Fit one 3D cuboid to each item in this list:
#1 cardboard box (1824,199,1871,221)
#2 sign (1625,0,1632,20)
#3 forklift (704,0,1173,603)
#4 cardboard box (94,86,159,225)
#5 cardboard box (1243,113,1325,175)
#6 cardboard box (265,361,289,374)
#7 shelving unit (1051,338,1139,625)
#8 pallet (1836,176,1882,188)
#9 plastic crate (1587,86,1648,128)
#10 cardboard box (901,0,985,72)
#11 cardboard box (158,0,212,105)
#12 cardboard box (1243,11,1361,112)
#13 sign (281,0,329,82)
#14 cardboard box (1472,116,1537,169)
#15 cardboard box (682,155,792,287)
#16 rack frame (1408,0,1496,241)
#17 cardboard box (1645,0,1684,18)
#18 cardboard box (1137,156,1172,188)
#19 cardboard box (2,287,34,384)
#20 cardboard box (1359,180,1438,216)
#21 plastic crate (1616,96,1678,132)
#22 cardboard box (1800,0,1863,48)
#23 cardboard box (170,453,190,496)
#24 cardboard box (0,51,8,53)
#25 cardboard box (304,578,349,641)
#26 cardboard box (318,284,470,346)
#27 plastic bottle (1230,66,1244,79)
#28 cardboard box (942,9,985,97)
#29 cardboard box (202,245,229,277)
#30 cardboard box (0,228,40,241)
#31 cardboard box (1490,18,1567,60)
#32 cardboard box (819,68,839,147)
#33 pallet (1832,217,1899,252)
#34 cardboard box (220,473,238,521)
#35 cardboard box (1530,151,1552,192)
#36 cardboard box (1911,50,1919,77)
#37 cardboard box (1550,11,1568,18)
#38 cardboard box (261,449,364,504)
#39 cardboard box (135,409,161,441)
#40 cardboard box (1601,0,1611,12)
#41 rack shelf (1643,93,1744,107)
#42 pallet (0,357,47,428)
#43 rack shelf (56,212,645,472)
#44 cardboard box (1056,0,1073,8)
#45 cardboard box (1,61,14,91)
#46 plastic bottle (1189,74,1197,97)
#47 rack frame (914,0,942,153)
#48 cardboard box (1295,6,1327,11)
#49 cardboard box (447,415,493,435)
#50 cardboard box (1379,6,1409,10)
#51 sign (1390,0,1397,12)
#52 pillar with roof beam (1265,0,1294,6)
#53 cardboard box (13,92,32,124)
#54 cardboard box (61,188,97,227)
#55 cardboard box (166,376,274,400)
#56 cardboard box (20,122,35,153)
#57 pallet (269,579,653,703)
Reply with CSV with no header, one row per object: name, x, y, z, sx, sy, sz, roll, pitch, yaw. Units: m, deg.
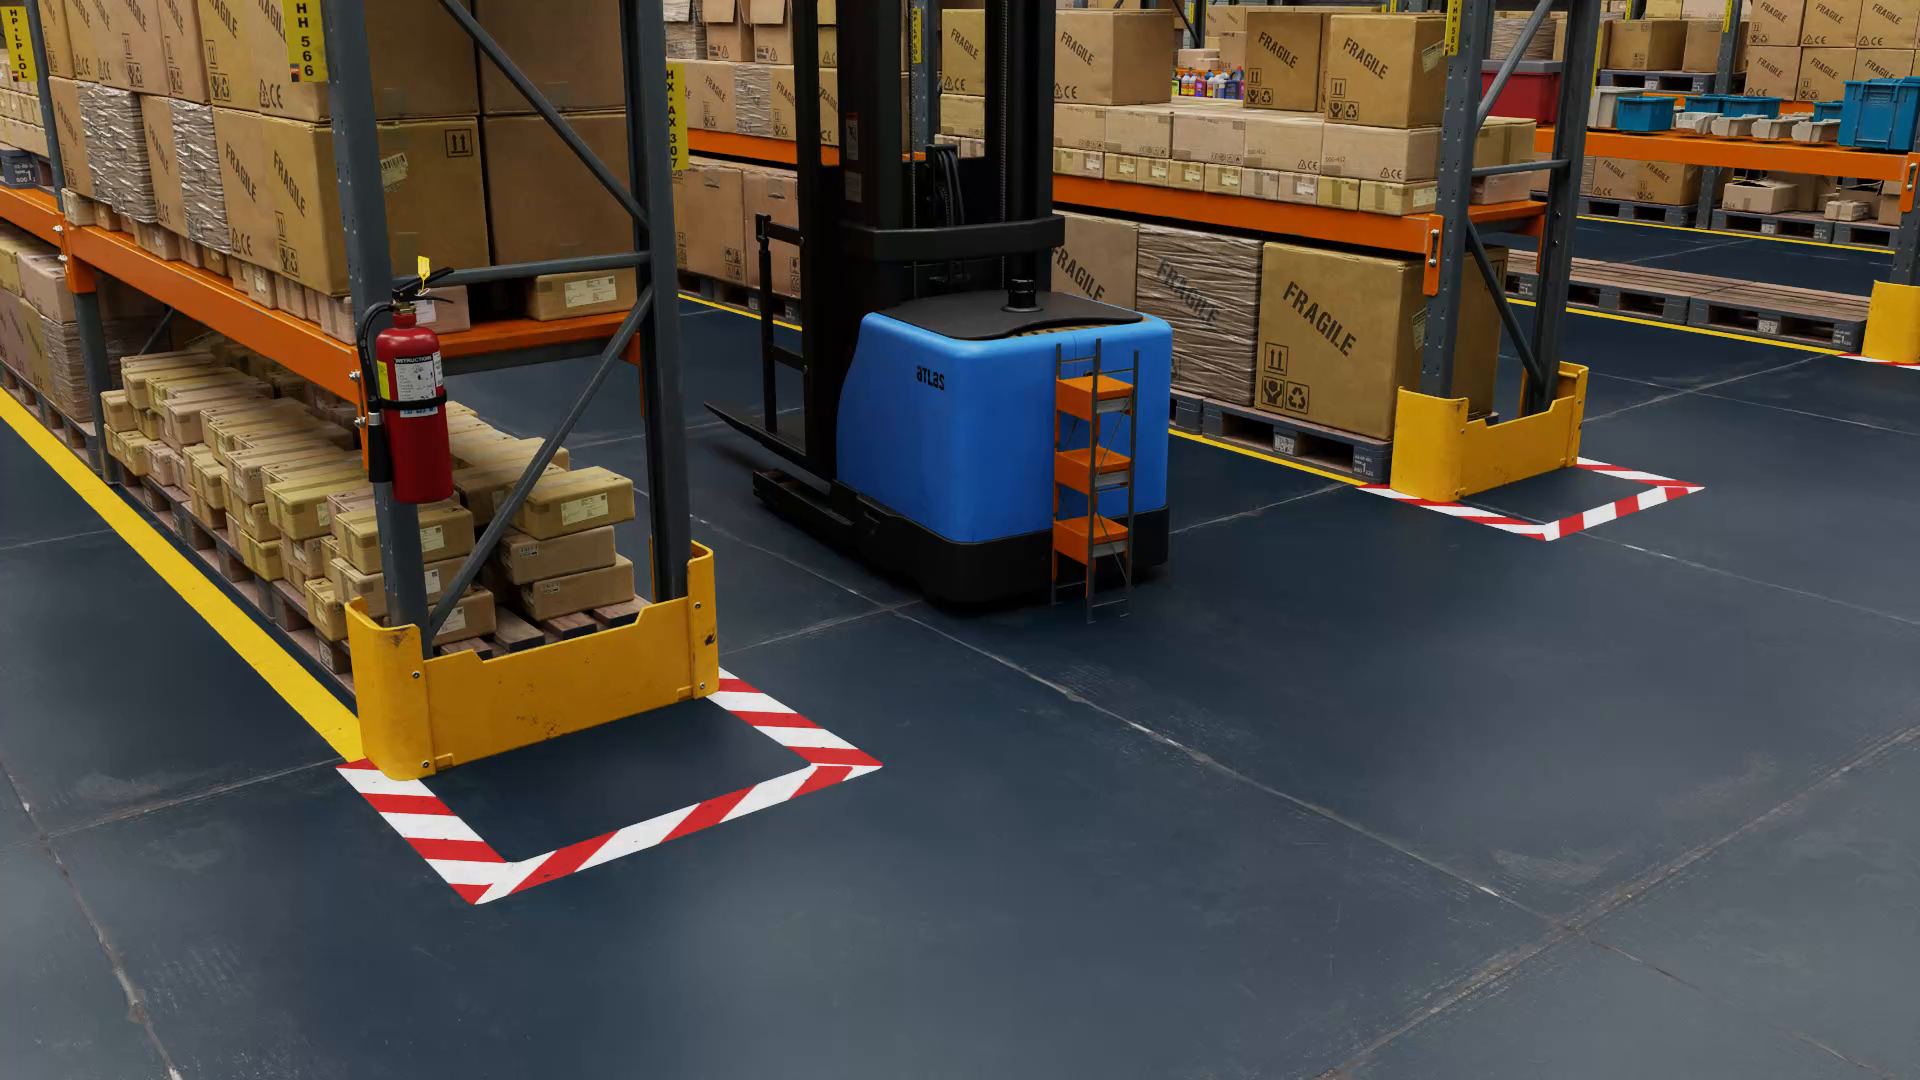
cardboard box,8.542,-3.179,15.998,0.380,0.166,0.250,-14,23,-36
sign,8.884,-7.029,22.103,0.100,0.325,0.005,-14,23,-36
forklift,-0.318,-1.562,7.418,1.130,2.935,3.031,-10,21,-29
cardboard box,-3.105,-1.562,6.676,0.500,0.500,0.500,-15,23,-37
cardboard box,1.798,-2.017,8.446,0.500,0.250,0.500,-14,23,-37
cardboard box,-3.038,-0.773,7.845,0.380,0.149,0.250,-14,23,-37
shelving unit,0.512,-0.223,6.366,0.215,1.050,0.252,-10,21,-29
pallet,11.249,-4.491,20.591,1.003,0.211,1.213,-14,23,-36
plastic crate,4.824,-3.266,12.547,0.437,0.282,0.530,-14,23,-36
cardboard box,-0.265,-3.419,11.161,0.797,0.503,0.637,-15,23,-38
cardboard box,-2.453,-1.789,5.772,0.500,0.500,0.500,-13,22,-33
cardboard box,1.898,-2.600,9.016,0.500,0.500,0.500,-15,23,-38
sign,-1.777,-1.407,4.495,0.100,0.325,0.005,-14,23,-36
cardboard box,2.535,-1.995,8.380,0.500,0.250,0.500,-15,23,-38
cardboard box,-1.386,-2.521,12.915,1.225,0.875,0.875,-14,23,-36
rack frame,4.021,-3.706,13.783,1.000,3.000,0.127,-14,23,-36
cardboard box,9.401,-7.010,21.904,0.500,0.250,0.500,-13,23,-35
cardboard box,1.194,-2.035,9.135,0.380,0.149,0.250,-13,23,-35
cardboard box,-5.103,-1.196,9.511,0.500,0.500,0.500,-15,23,-37
cardboard box,2.142,-1.658,7.997,0.380,0.149,0.250,-13,23,-35
plastic crate,5.028,-3.125,12.200,0.416,0.233,0.300,-14,23,-36
cardboard box,8.299,-4.896,15.627,0.500,0.500,0.500,-15,23,-38
cardboard box,-3.281,-0.320,7.425,0.380,0.149,0.250,-15,23,-37
cardboard box,-5.843,-2.866,10.030,0.380,0.149,0.250,-14,23,-36
cardboard box,-2.059,0.211,5.821,0.380,0.149,0.250,-13,22,-34
cardboard box,-1.753,-0.717,5.154,0.380,0.149,0.250,-14,23,-36
plastic bottle,2.545,-4.180,15.291,0.144,0.351,0.185,-14,23,-36
cardboard box,0.235,-2.998,10.215,0.500,0.500,0.500,-14,23,-36
cardboard box,-2.661,-1.113,6.353,0.380,0.149,0.250,-13,23,-35
cardboard box,-5.446,-1.684,9.792,0.500,0.250,0.500,-14,23,-36
cardboard box,6.320,-5.509,18.399,0.700,0.500,0.500,-9,20,-26
cardboard box,-0.668,-2.972,11.407,0.500,0.500,0.500,-13,22,-34
pallet,9.093,-2.878,15.718,1.003,0.211,1.213,-14,23,-36
cardboard box,-2.681,-0.192,6.564,0.380,0.149,0.250,-13,22,-33
cardboard box,6.446,-4.132,18.345,0.500,0.500,0.500,-15,23,-38
cardboard box,8.955,-4.166,15.014,0.500,0.500,0.500,-14,23,-37
cardboard box,8.635,-7.128,23.258,0.700,0.500,0.500,-17,25,-41
cardboard box,-2.339,-0.208,6.141,0.380,0.149,0.250,-15,24,-38
cardboard box,-3.611,-0.587,7.757,0.380,0.149,0.250,-14,23,-36
cardboard box,8.854,-7.345,22.882,0.250,0.149,0.380,16,24,39
rack shelf,6.664,-4.823,18.301,1.077,0.370,4.000,-14,23,-36
pallet,-5.059,-0.965,9.941,1.003,0.211,1.213,-14,23,-36
rack shelf,-2.571,-0.962,6.640,1.077,0.370,4.000,-14,23,-36
cardboard box,1.723,-7.786,23.880,0.700,0.500,0.500,-14,23,-36
cardboard box,-4.854,-2.476,8.852,0.380,0.149,0.250,-15,23,-38
plastic bottle,2.177,-4.199,15.477,0.097,0.271,0.097,0,18,0
rack frame,0.138,-2.739,10.864,1.000,3.000,0.127,-14,23,-36
cardboard box,5.665,-8.209,26.397,0.500,0.500,0.500,-15,23,-38
cardboard box,-2.093,-0.381,6.662,0.380,0.149,0.250,-13,22,-34
cardboard box,6.692,-8.062,25.951,0.500,0.500,0.500,-15,23,-37
sign,4.989,-6.098,19.165,0.100,0.325,0.005,-14,23,-36
pillar with roof beam,2.074,-10.601,25.061,9.100,9.000,0.400,-14,23,-36
cardboard box,-4.704,-2.270,8.704,0.380,0.149,0.250,-15,23,-38
cardboard box,-3.893,-1.543,7.651,0.380,0.149,0.250,-13,22,-34
cardboard box,-3.261,-0.607,7.346,0.380,0.149,0.250,-15,23,-38
cardboard box,-4.685,-2.123,8.734,0.380,0.149,0.250,-15,24,-39
pallet,-1.853,0.287,6.159,1.003,0.211,1.213,-14,23,-36
